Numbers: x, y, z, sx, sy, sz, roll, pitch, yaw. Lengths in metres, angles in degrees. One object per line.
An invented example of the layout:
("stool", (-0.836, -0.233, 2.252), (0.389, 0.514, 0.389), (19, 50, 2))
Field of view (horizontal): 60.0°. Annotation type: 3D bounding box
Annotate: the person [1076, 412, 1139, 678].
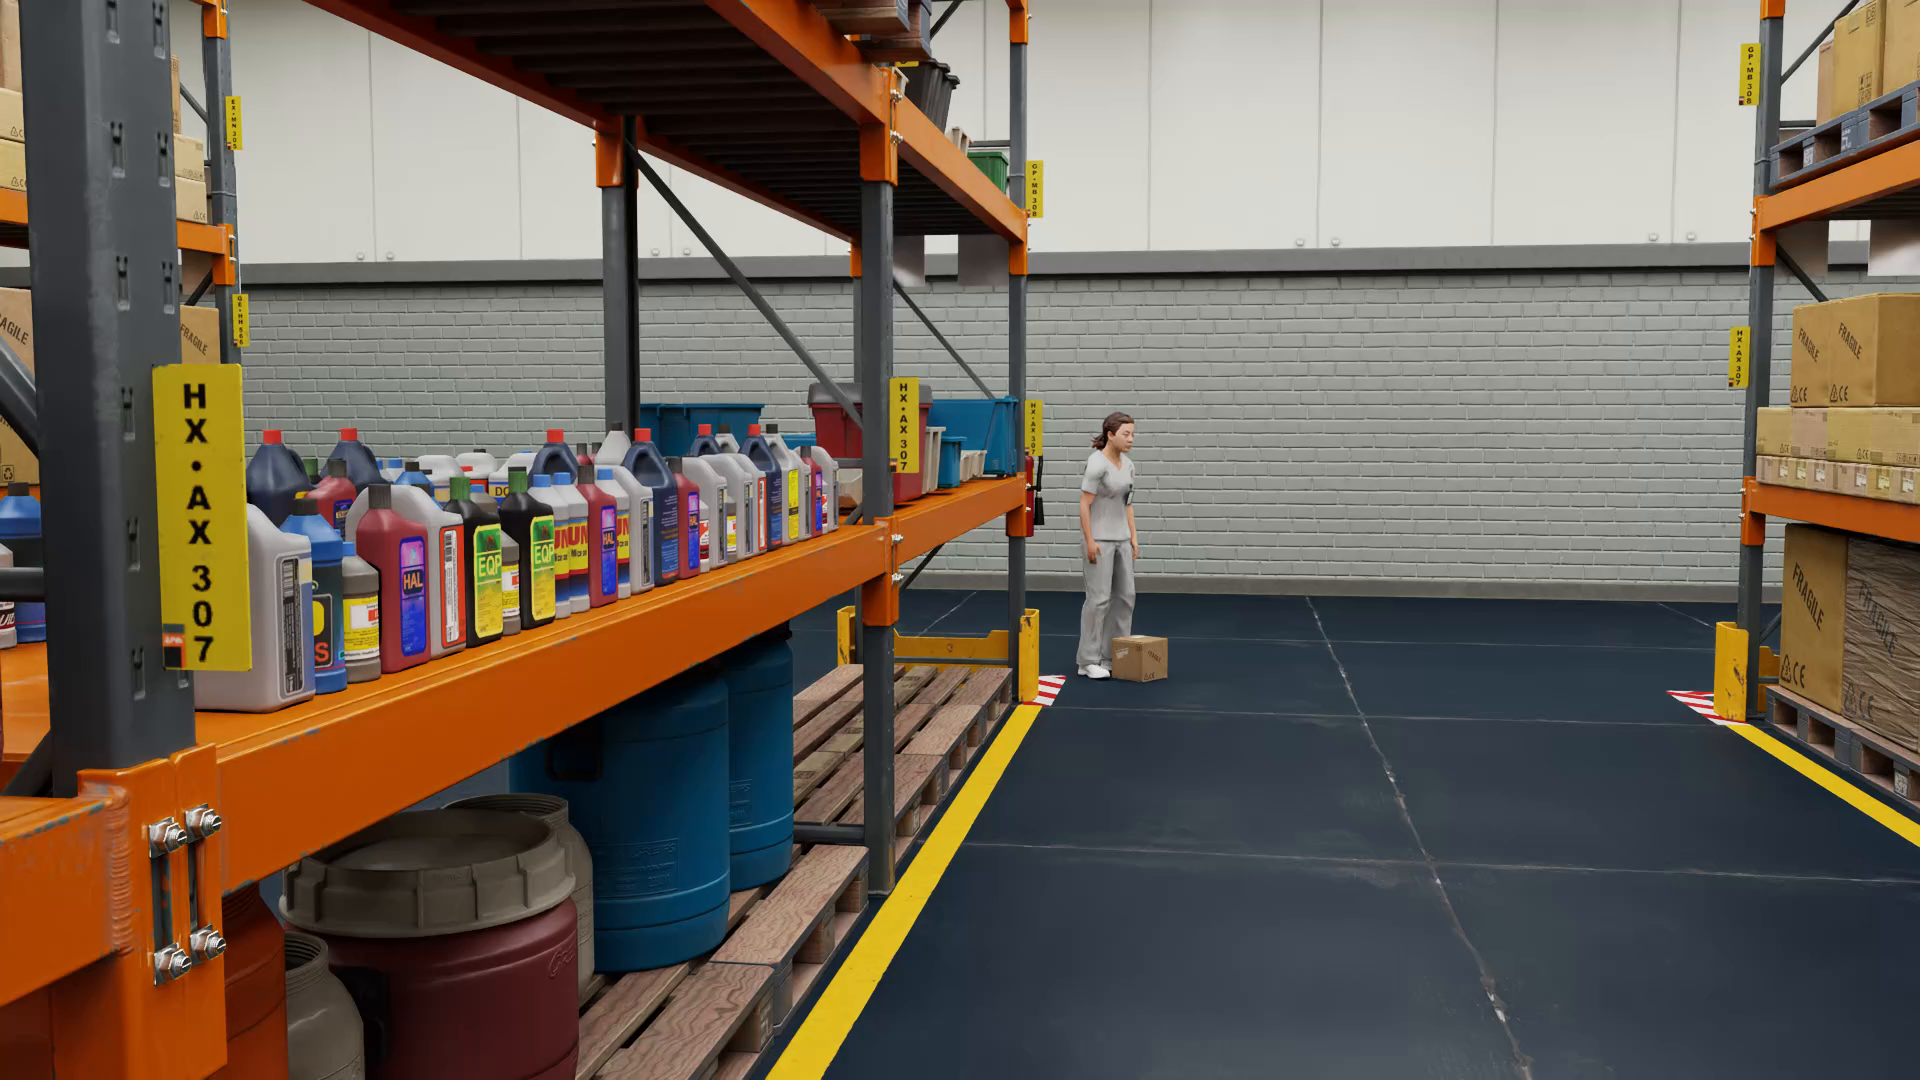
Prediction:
("person", (0.952, 0.022, 10.583), (0.490, 1.673, 0.354), (-4, 6, -44))
